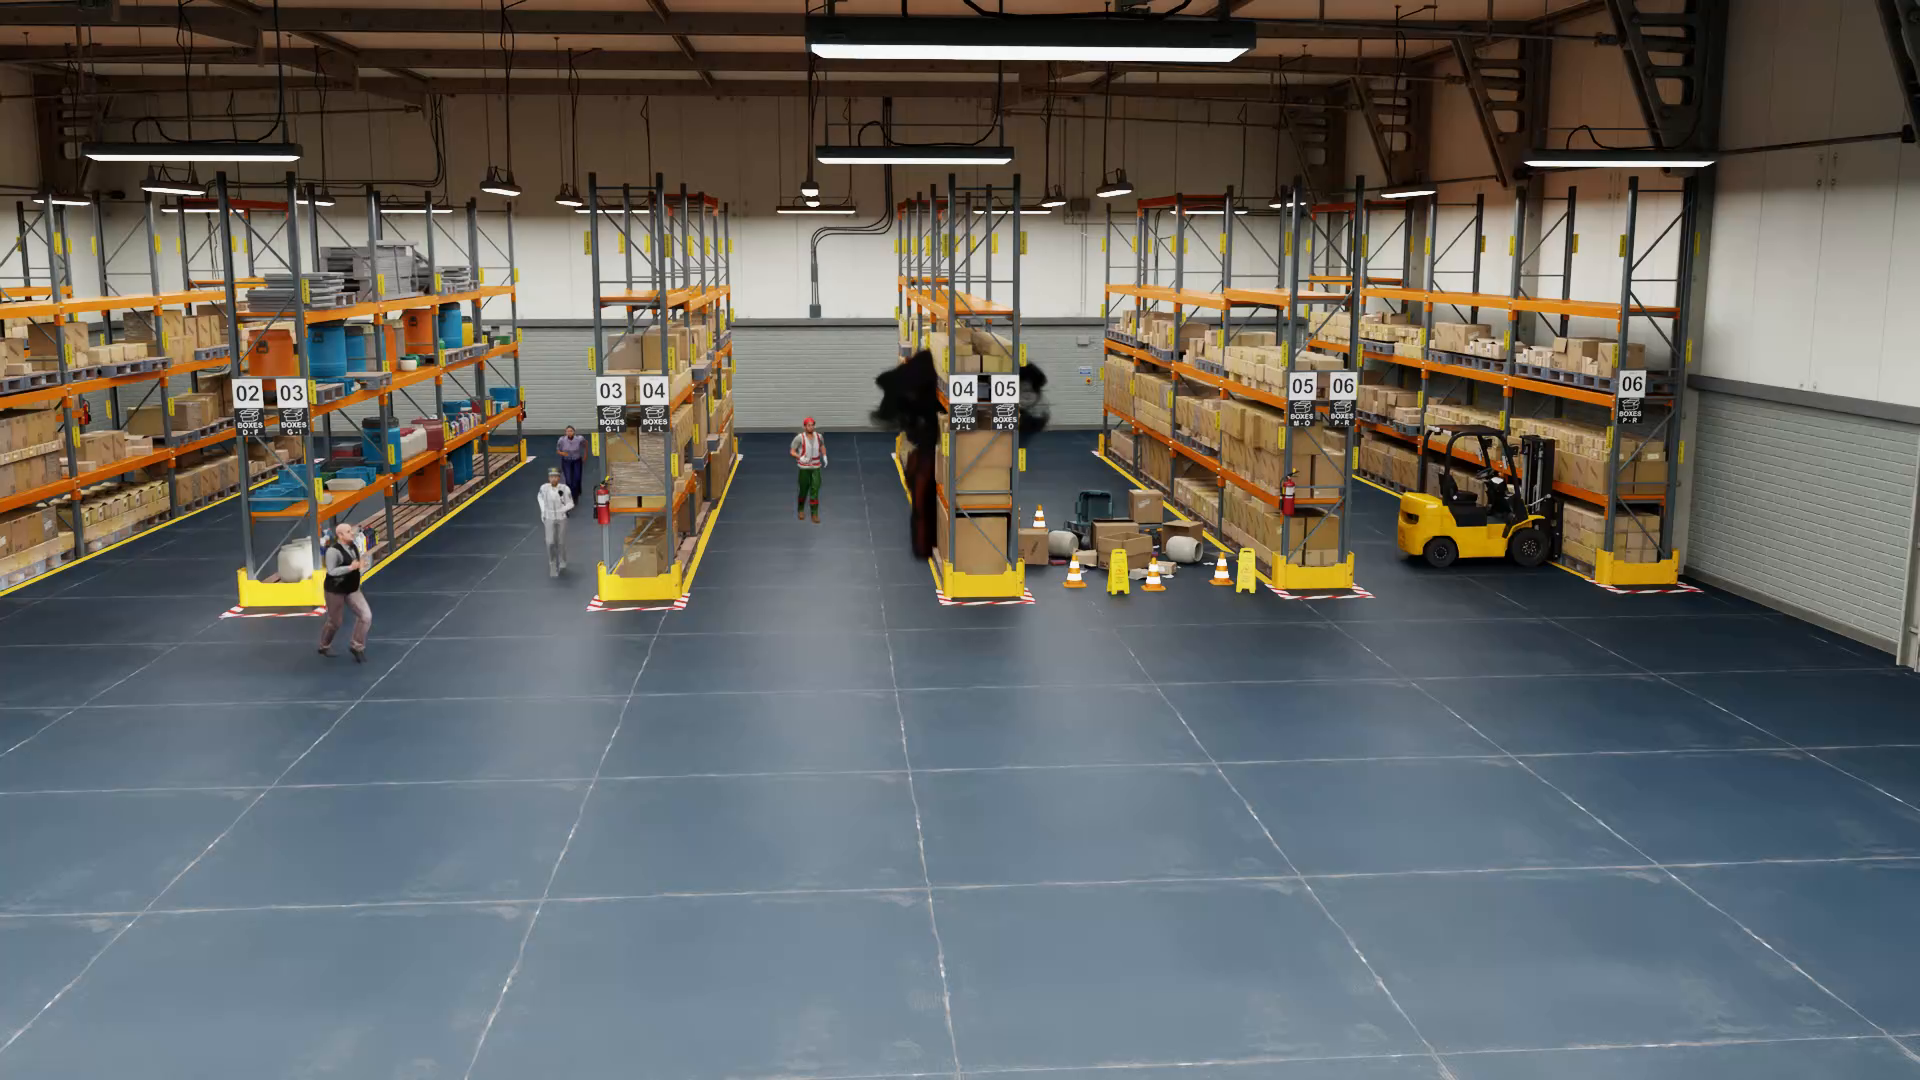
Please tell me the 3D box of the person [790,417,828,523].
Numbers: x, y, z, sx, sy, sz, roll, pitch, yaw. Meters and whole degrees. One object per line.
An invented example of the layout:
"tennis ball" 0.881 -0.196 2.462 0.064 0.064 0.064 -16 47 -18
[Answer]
"person" -2.610 -1.224 28.844 0.684 1.824 0.813 -4 11 -22

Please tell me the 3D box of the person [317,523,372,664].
"person" -7.465 0.668 20.084 0.825 1.780 0.626 4 11 23

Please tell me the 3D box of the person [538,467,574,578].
"person" -6.209 -0.280 25.595 0.546 1.733 0.833 -2 10 -12

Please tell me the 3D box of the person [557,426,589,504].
"person" -7.574 -1.463 32.534 0.593 1.575 0.664 -1 10 -7
